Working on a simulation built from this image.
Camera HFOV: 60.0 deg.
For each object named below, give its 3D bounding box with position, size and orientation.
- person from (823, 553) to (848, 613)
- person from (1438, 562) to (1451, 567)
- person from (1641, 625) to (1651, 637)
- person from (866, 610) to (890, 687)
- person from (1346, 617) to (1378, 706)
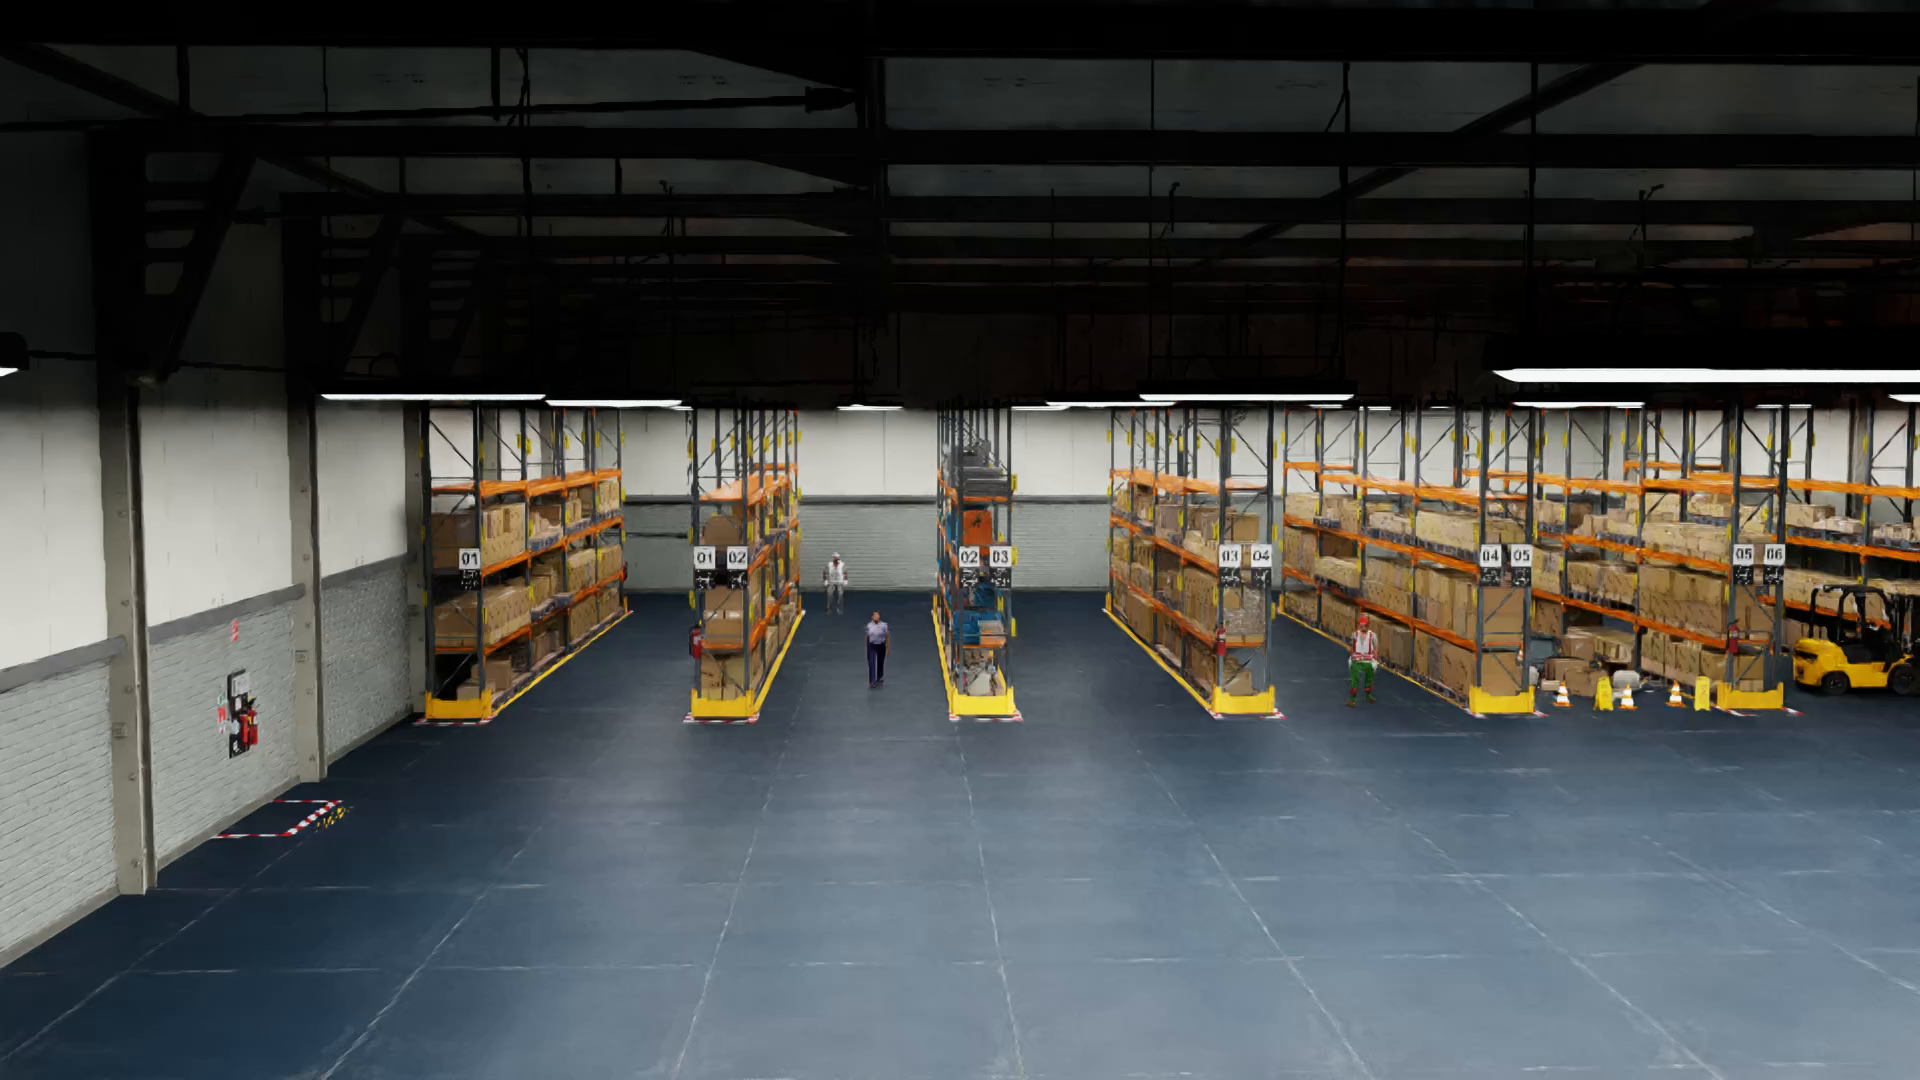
[{"bbox_3d":[-3.541,1.216,47.264,0.702,1.735,0.549,0,4,-5],"label":"person"},{"bbox_3d":[14.965,0.894,50.977,0.523,1.753,0.690,-3,5,-35],"label":"person"},{"bbox_3d":[16.582,1.760,39.975,0.457,1.733,0.593,-3,5,-33],"label":"person"},{"bbox_3d":[-1.713,2.252,34.686,0.491,1.577,0.991,0,4,-4],"label":"person"},{"bbox_3d":[7.842,2.352,32.401,0.593,1.744,0.961,2,5,21],"label":"person"}]
